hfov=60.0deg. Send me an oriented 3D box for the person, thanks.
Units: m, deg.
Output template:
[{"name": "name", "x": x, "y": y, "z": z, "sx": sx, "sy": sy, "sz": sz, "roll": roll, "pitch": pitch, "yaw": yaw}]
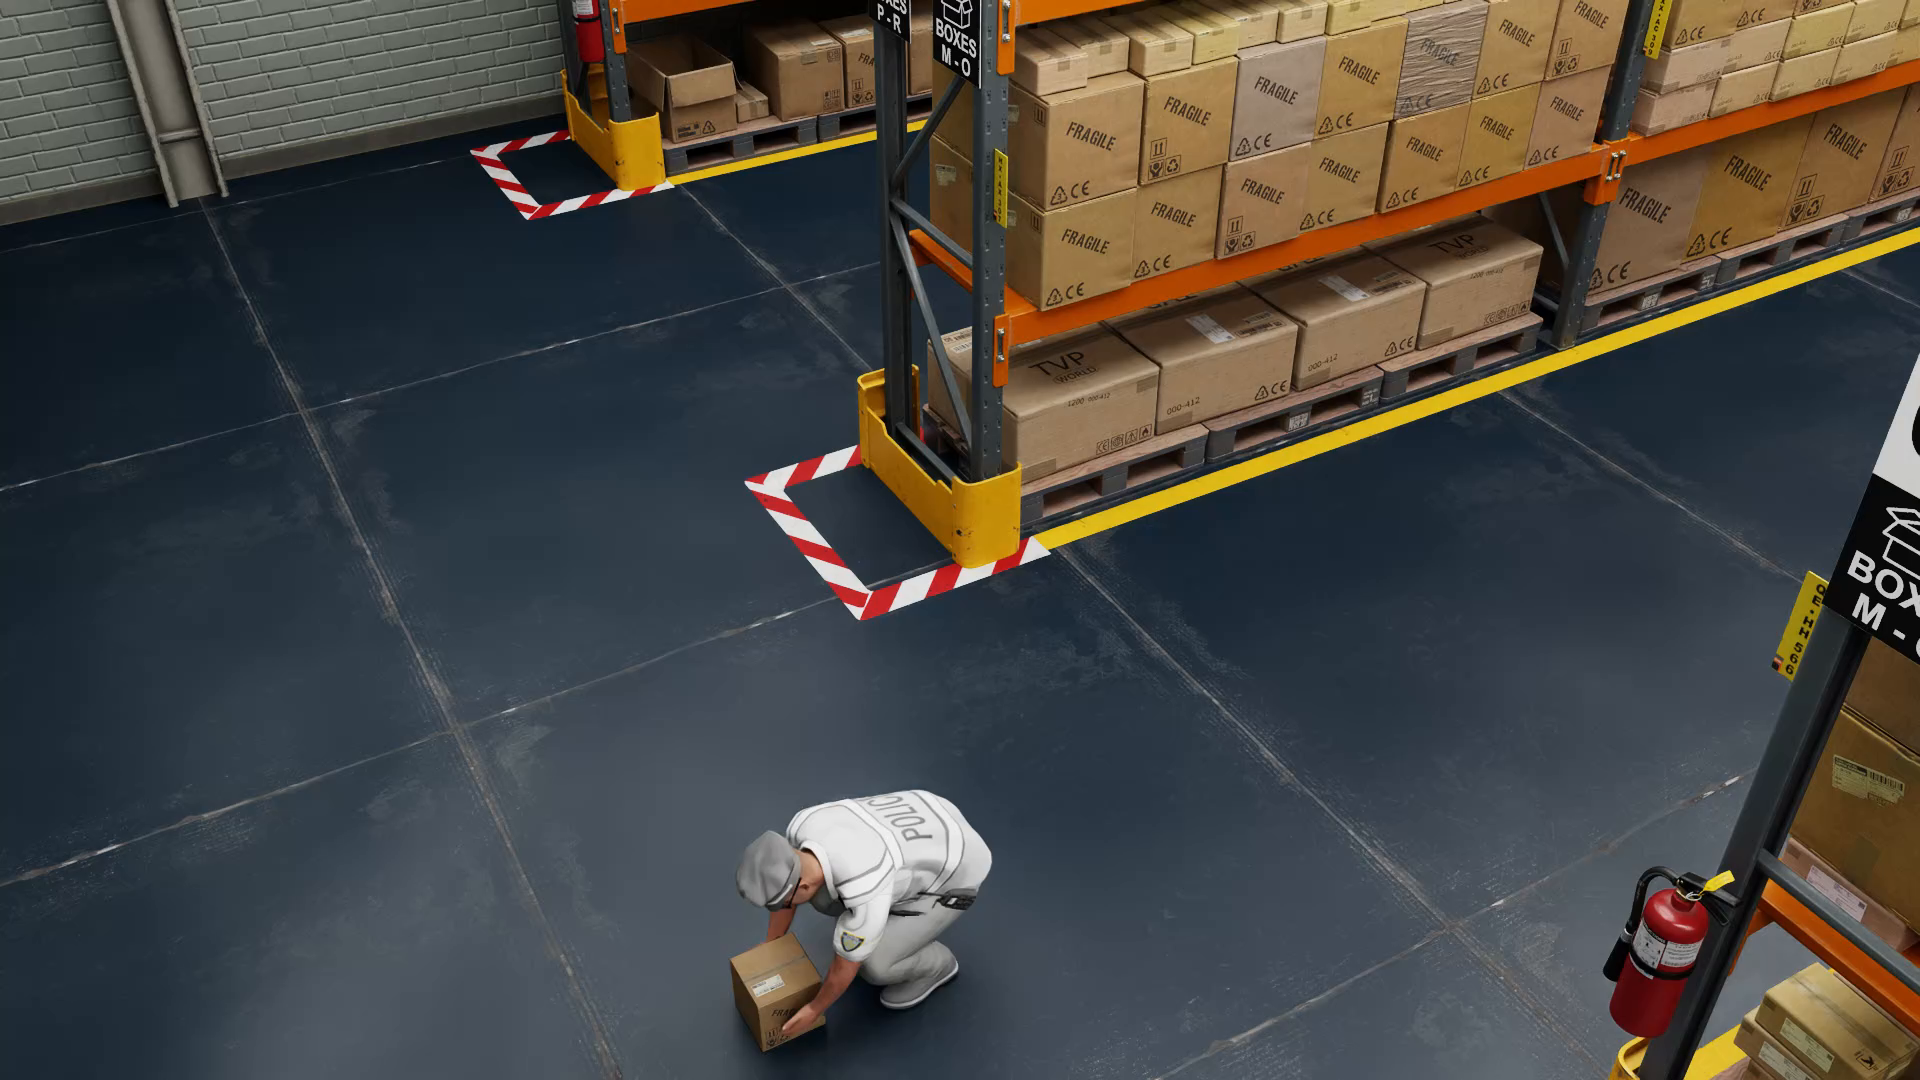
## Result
[{"name": "person", "x": -0.341, "y": 1.261, "z": 5.910, "sx": 0.954, "sy": 0.942, "sz": 0.564, "roll": -19, "pitch": 41, "yaw": -24}]
